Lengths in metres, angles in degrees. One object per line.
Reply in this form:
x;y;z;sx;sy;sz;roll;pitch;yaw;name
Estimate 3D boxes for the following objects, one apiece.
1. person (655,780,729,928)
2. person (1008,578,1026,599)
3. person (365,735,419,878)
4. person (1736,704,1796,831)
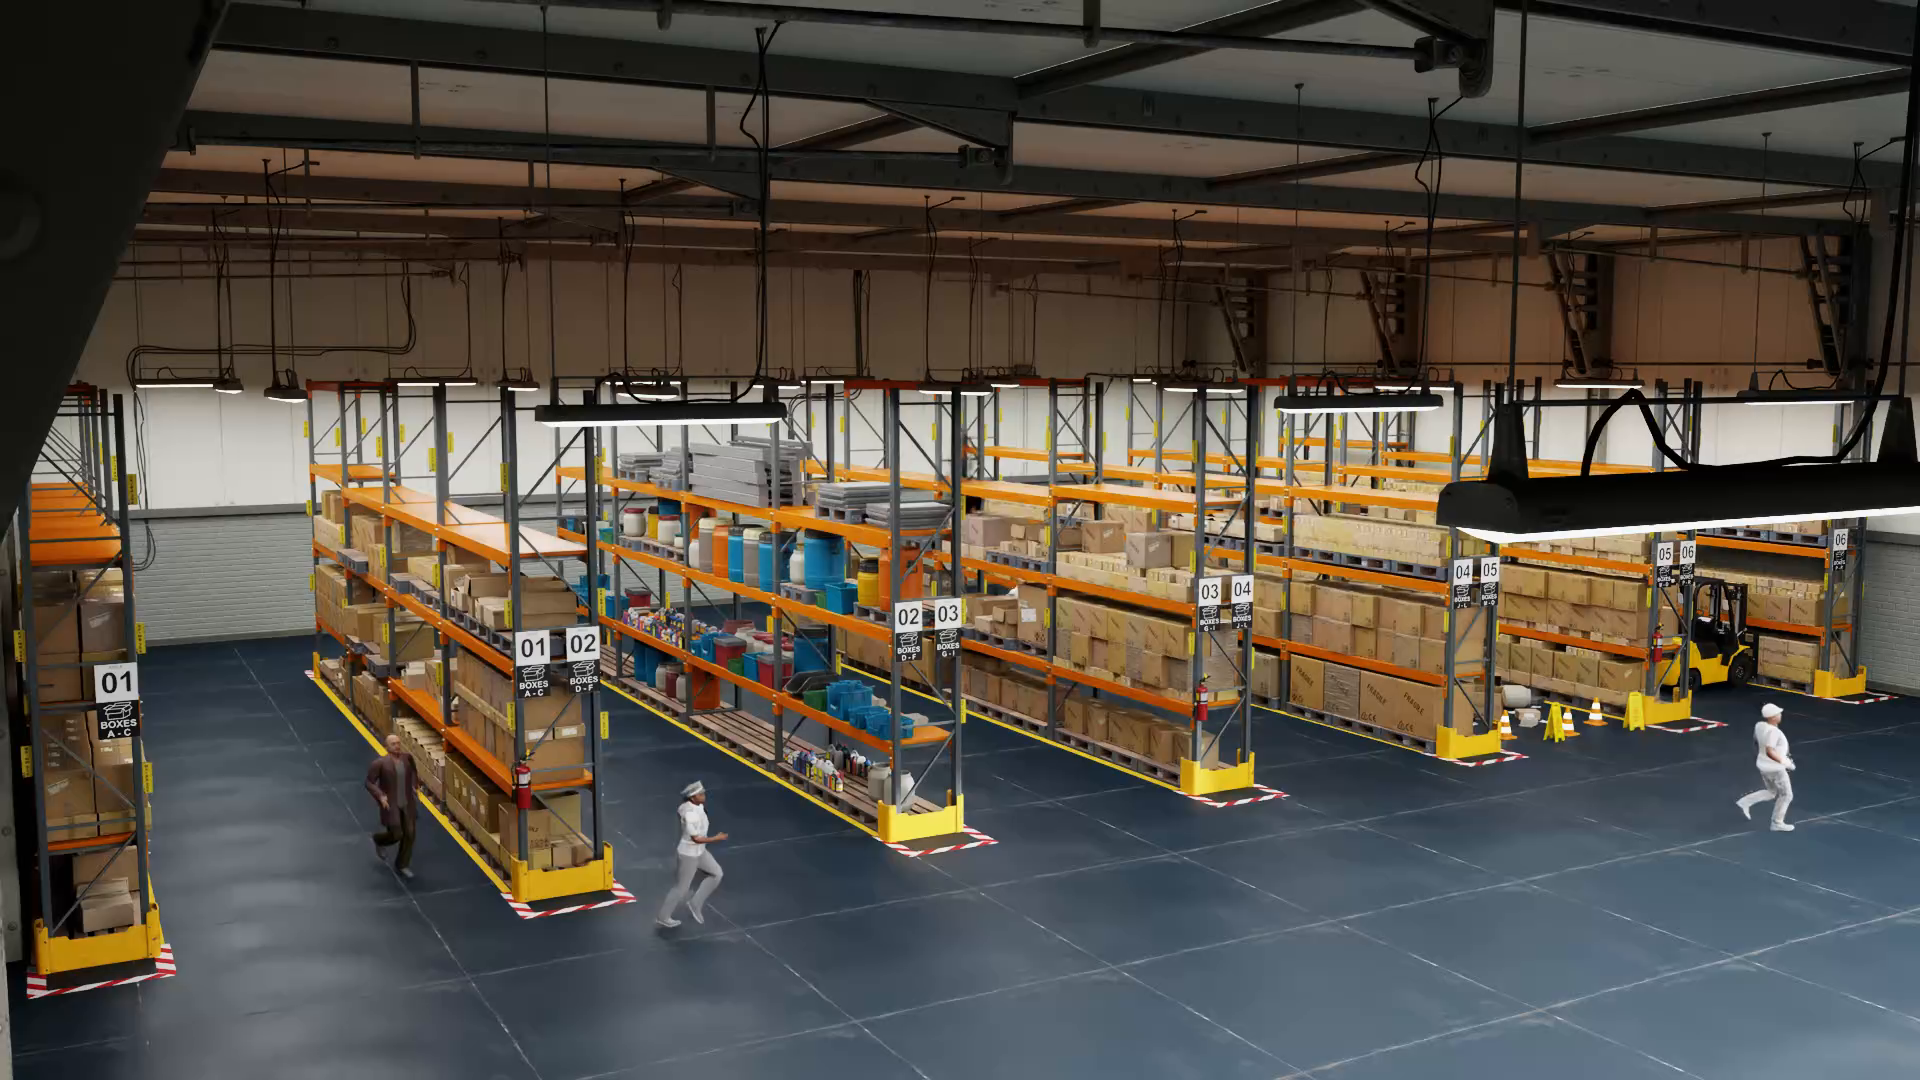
-2.993;3.505;18.670;0.835;1.671;0.589;0;6;3;person
1.323;1.595;35.825;0.719;1.614;0.876;-3;7;-23;person
-7.028;3.280;20.686;0.782;1.751;0.710;6;9;45;person
10.951;3.076;22.513;0.730;1.739;0.689;1;6;7;person
